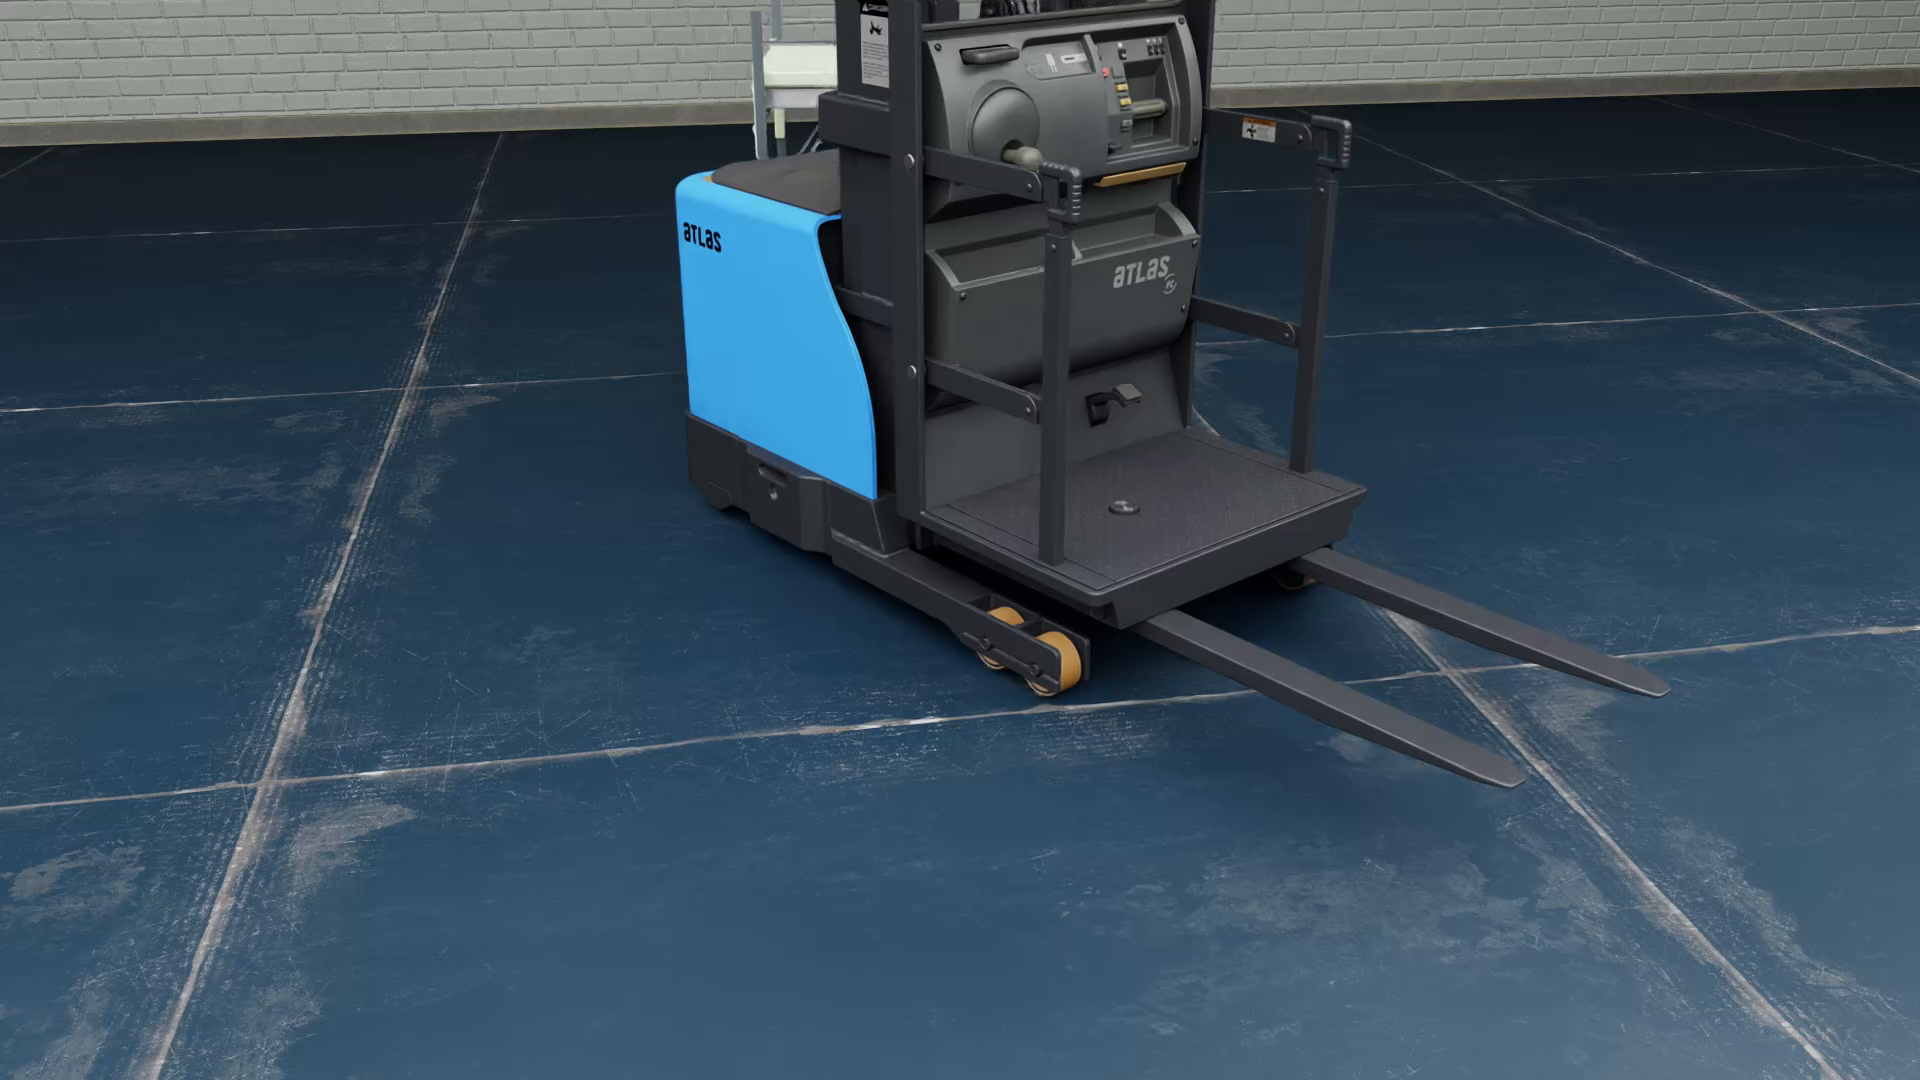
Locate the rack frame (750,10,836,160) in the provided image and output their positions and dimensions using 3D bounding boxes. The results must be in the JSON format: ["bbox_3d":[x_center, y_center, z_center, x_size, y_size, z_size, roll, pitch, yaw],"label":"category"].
[{"bbox_3d":[-0.498,-1.077,5.841,0.400,1.500,0.023,0,24,-1],"label":"rack frame"}]

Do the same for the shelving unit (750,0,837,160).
[{"bbox_3d":[-0.503,-1.223,6.177,0.431,1.500,0.755,0,24,-1],"label":"shelving unit"}]

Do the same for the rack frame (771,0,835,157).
[{"bbox_3d":[-0.507,-1.370,6.512,0.400,1.500,0.023,0,24,-1],"label":"rack frame"}]

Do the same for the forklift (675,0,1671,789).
[{"bbox_3d":[0.435,-1.165,4.256,1.130,2.935,3.031,-19,30,-36],"label":"forklift"}]

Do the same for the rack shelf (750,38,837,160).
[{"bbox_3d":[-0.503,-1.581,6.021,0.431,0.370,0.720,0,24,-1],"label":"rack shelf"}]
